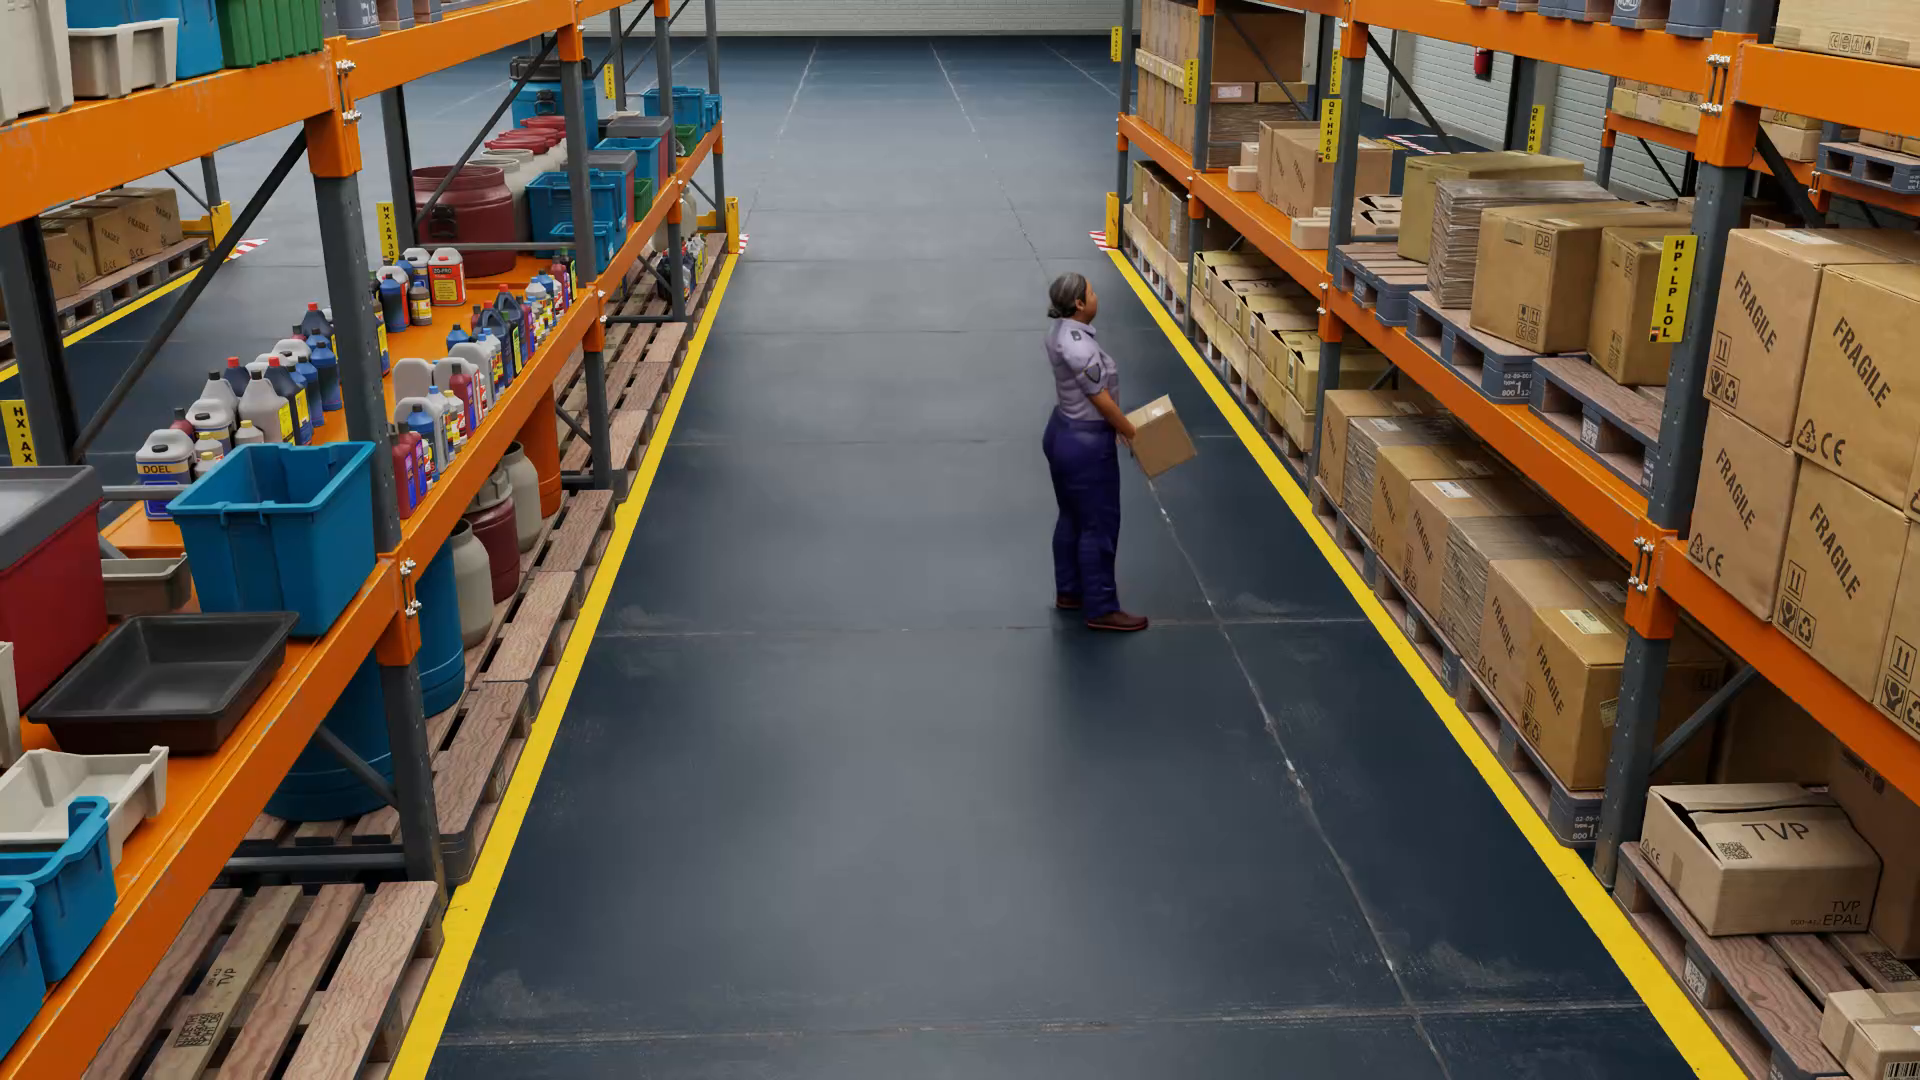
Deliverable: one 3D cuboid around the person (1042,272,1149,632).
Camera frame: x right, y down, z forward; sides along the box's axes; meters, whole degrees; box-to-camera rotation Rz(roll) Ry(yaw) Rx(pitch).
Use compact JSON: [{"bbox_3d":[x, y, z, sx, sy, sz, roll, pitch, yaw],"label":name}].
[{"bbox_3d":[0.625,-0.418,7.709,0.474,1.651,0.532,-5,21,-13],"label":"person"}]
